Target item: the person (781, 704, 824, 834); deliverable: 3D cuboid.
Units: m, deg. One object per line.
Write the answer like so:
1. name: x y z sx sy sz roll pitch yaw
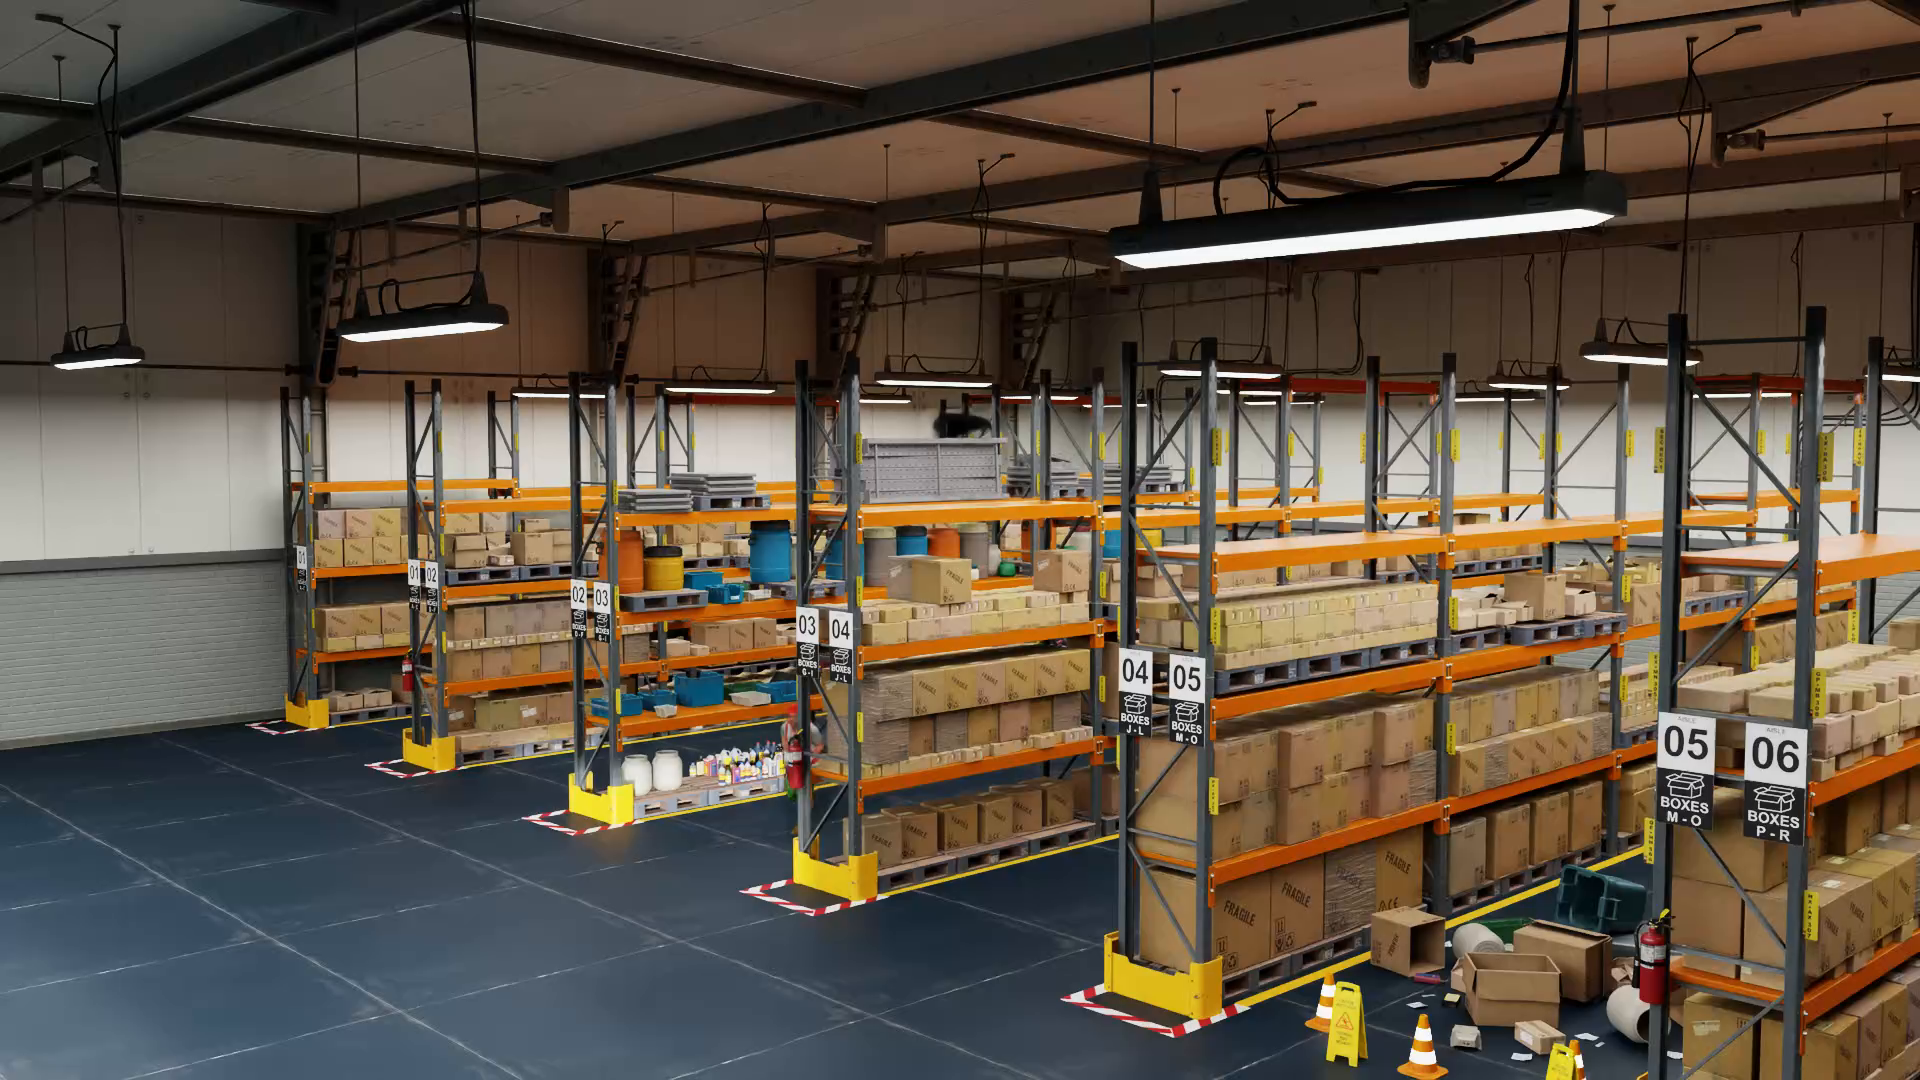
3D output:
1. person: -2.044 2.948 21.583 0.654 1.711 0.766 1 4 17
